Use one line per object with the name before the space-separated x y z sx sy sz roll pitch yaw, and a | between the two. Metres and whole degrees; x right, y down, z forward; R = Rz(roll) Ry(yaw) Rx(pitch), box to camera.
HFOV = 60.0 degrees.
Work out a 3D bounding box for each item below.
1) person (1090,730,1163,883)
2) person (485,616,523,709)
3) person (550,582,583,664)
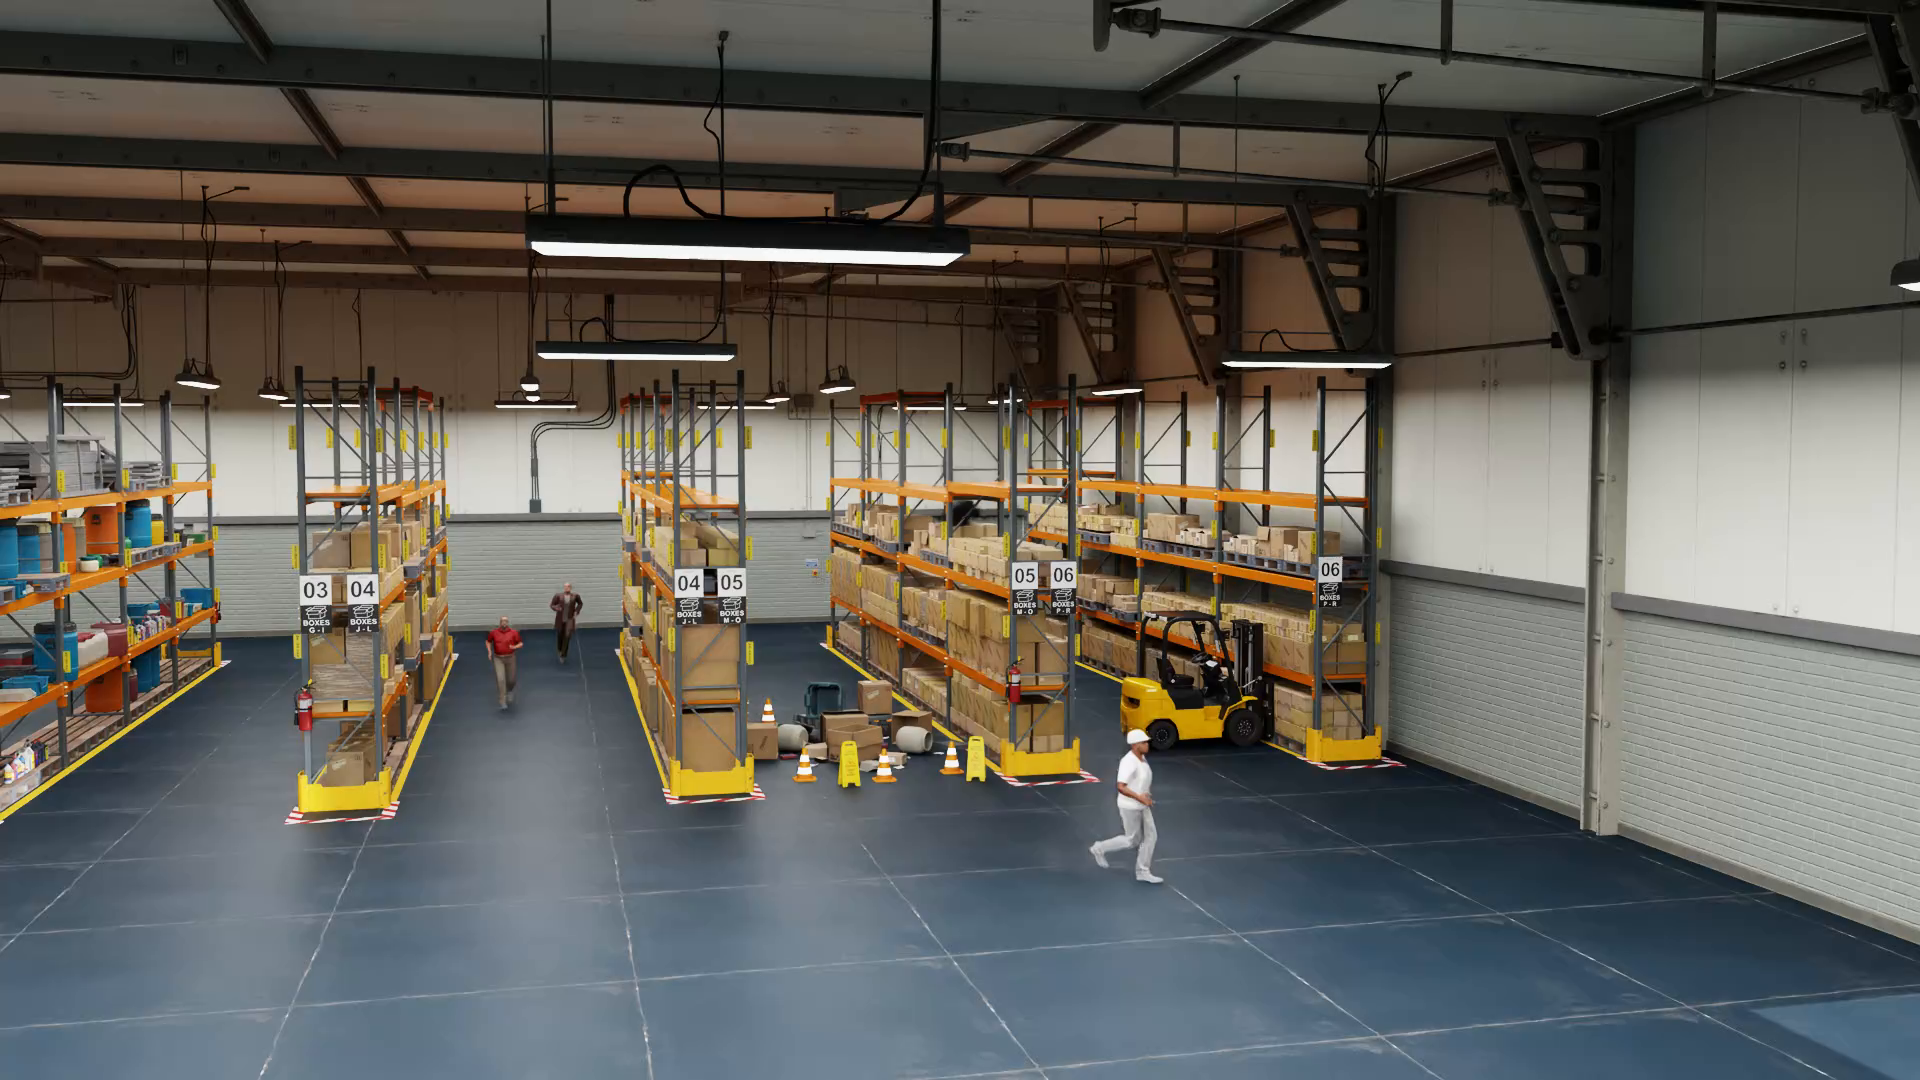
person | 1.910 3.008 18.903 0.829 1.734 0.688 2 4 24
person | -8.555 2.272 31.239 0.672 1.700 0.953 -1 4 -19
person | -8.947 1.859 37.795 0.717 1.805 0.971 0 3 -8
